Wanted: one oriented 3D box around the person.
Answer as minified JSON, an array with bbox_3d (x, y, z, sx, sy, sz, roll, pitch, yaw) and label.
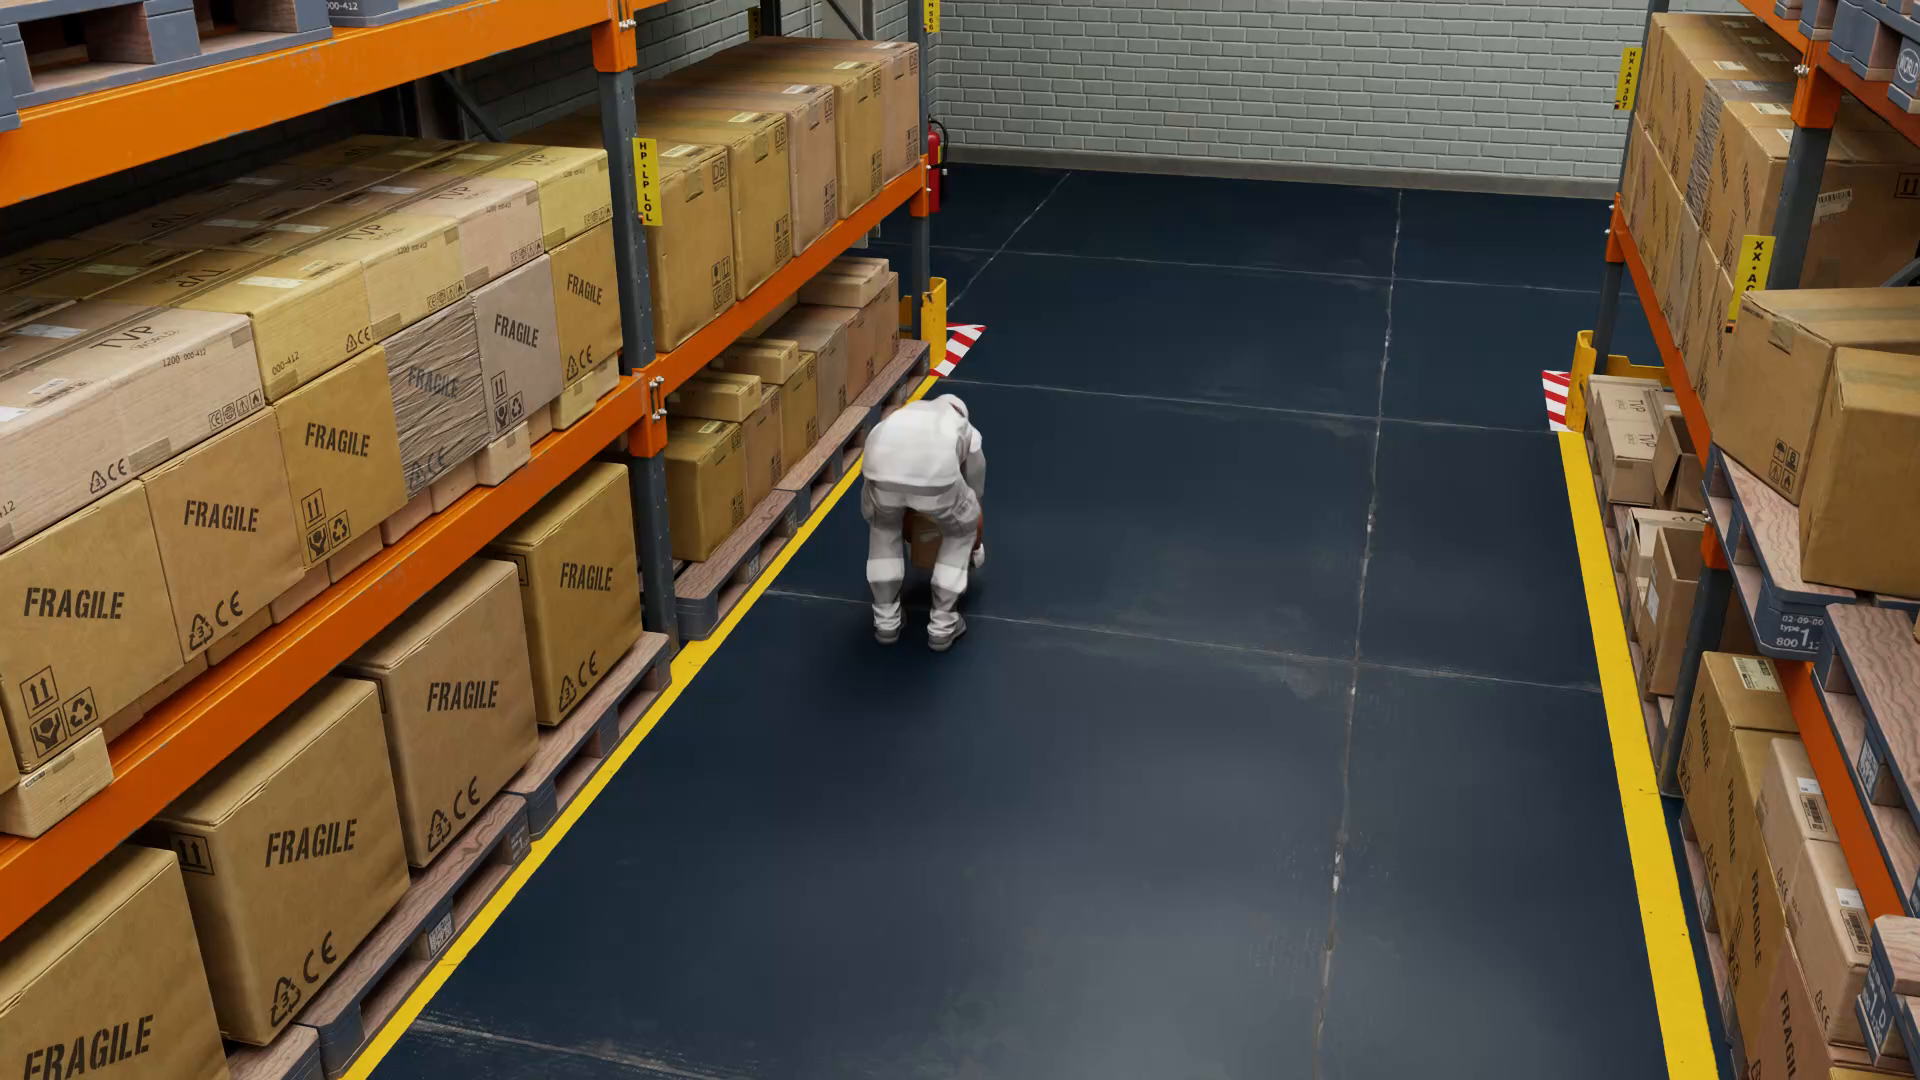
[{"bbox_3d":[-0.142,-0.142,7.249,0.520,1.048,0.960,5,26,11],"label":"person"}]
